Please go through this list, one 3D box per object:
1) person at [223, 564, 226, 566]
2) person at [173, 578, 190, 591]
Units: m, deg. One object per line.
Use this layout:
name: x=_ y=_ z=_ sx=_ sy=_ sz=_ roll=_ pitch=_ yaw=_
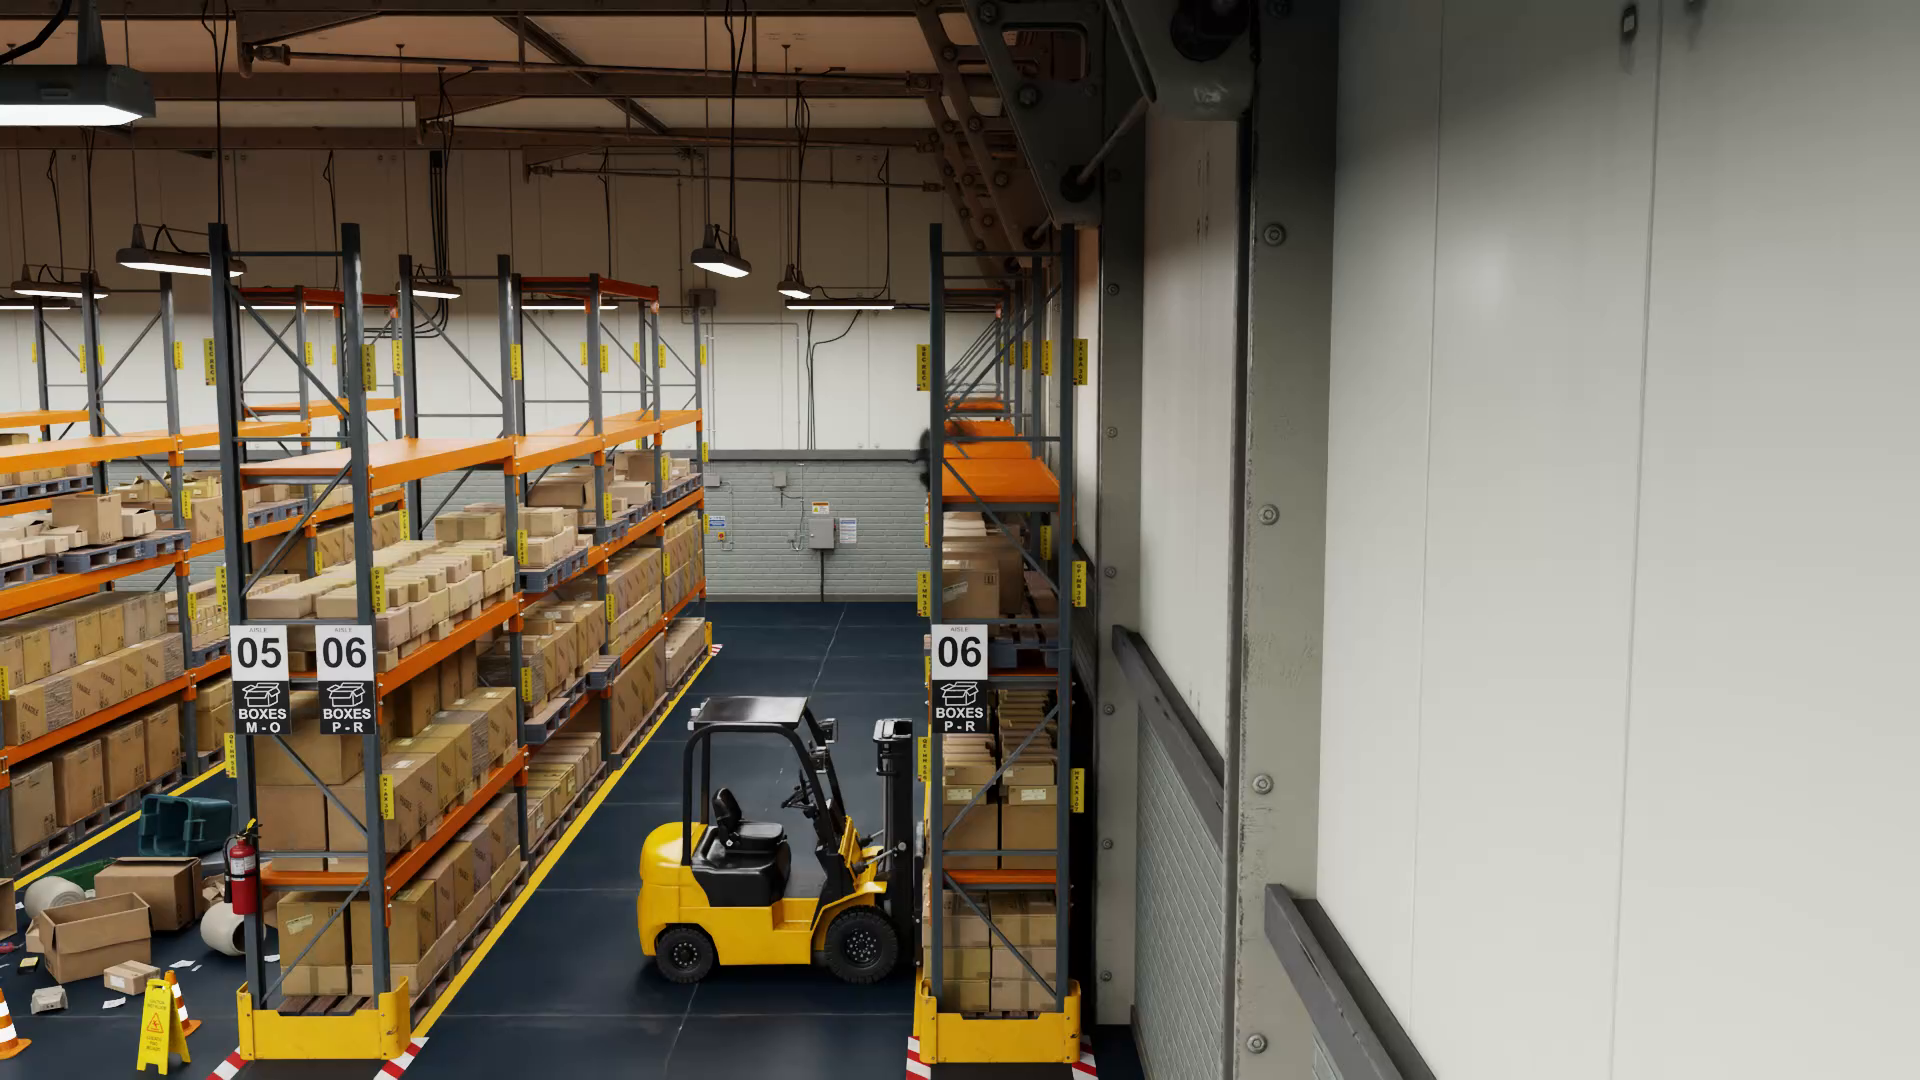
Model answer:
person: x=-11.540 y=1.232 z=26.314 sx=0.671 sy=1.780 sz=0.861 roll=0 pitch=7 yaw=4
person: x=-11.437 y=1.406 z=24.648 sx=0.666 sy=1.795 sz=0.887 roll=1 pitch=7 yaw=6
